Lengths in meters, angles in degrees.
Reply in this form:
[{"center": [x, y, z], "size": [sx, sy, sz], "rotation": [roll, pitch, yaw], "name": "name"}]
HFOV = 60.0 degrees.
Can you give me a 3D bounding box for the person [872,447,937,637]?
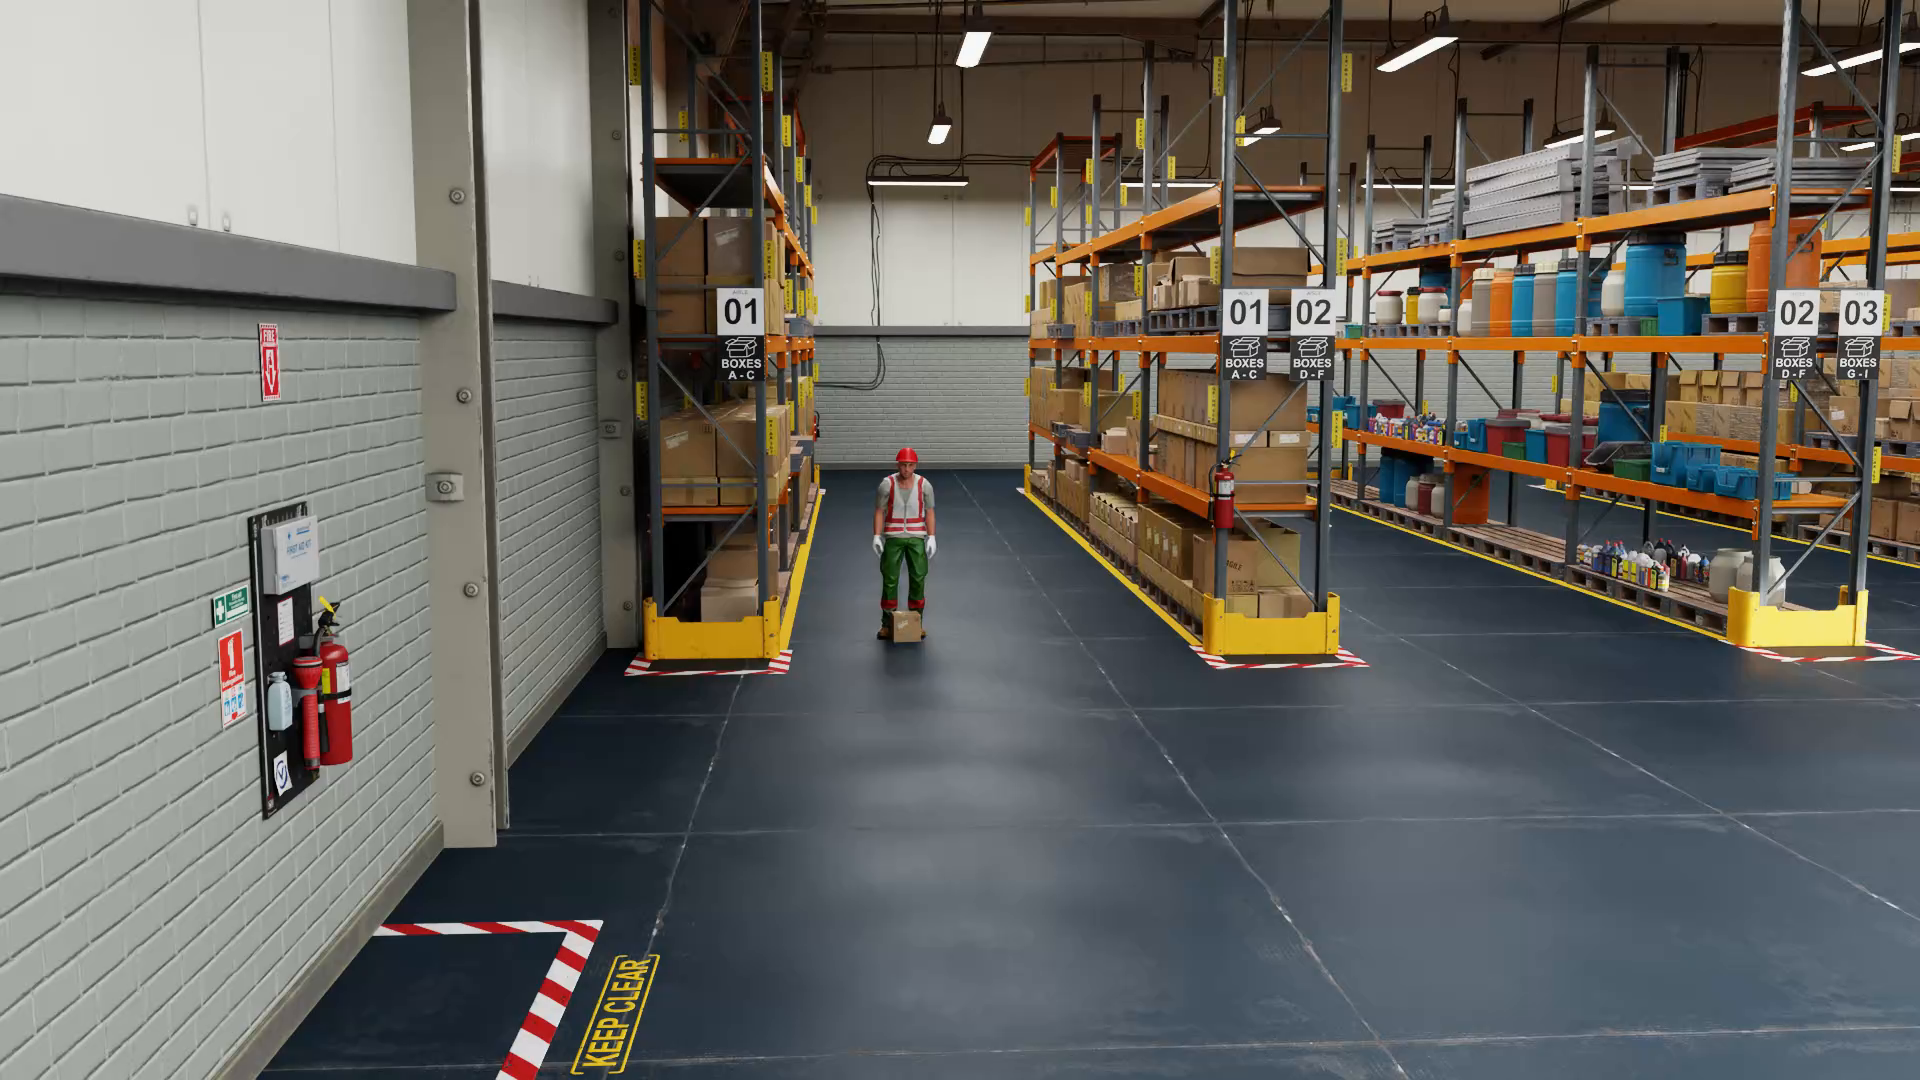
[{"center": [-0.521, 0.016, 15.542], "size": [0.604, 1.778, 0.453], "rotation": [0, 7, -4], "name": "person"}]
